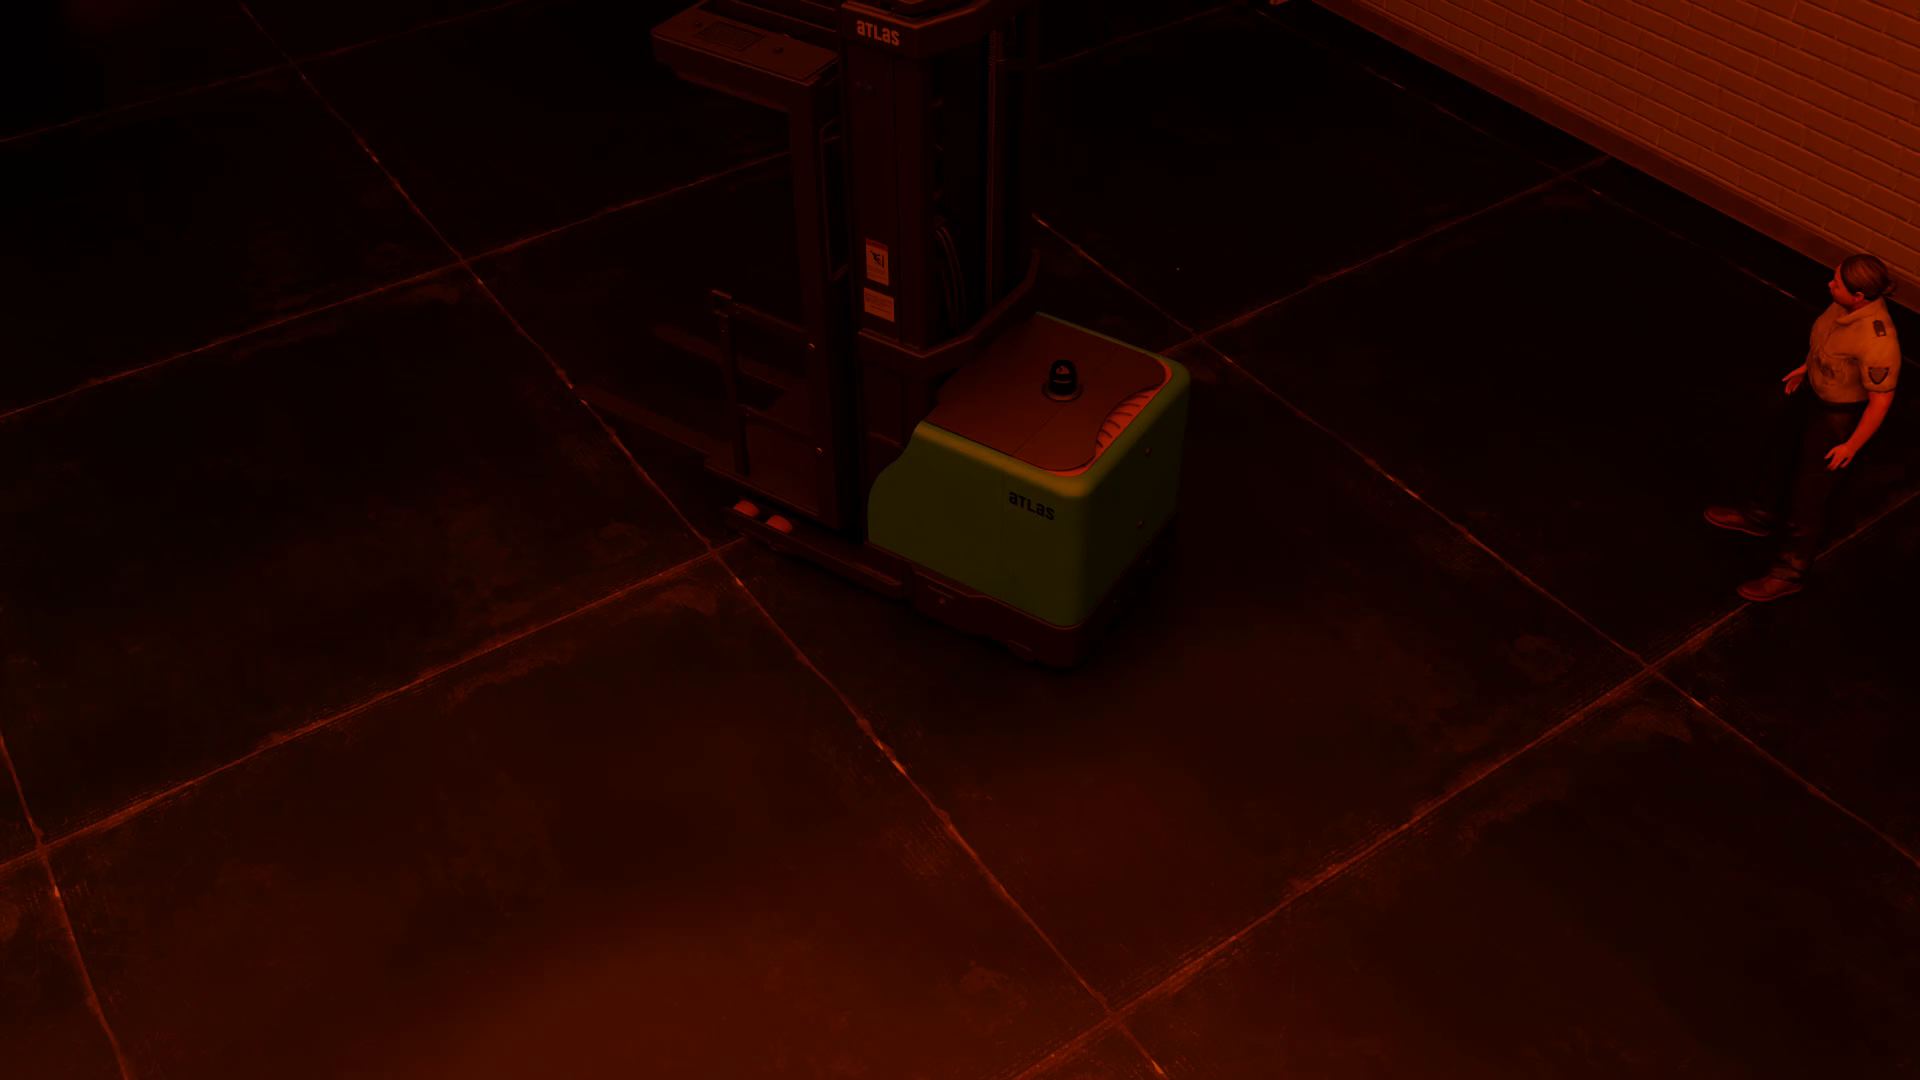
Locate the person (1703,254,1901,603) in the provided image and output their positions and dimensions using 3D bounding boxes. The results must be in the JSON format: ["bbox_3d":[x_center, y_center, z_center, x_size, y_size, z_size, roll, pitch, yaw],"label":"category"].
[{"bbox_3d":[3.758,-0.526,7.241,0.431,1.650,0.659,5,43,5],"label":"person"}]

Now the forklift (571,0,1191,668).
[{"bbox_3d":[-0.511,-1.302,7.129,3.031,2.935,1.130,24,48,24],"label":"forklift"}]
